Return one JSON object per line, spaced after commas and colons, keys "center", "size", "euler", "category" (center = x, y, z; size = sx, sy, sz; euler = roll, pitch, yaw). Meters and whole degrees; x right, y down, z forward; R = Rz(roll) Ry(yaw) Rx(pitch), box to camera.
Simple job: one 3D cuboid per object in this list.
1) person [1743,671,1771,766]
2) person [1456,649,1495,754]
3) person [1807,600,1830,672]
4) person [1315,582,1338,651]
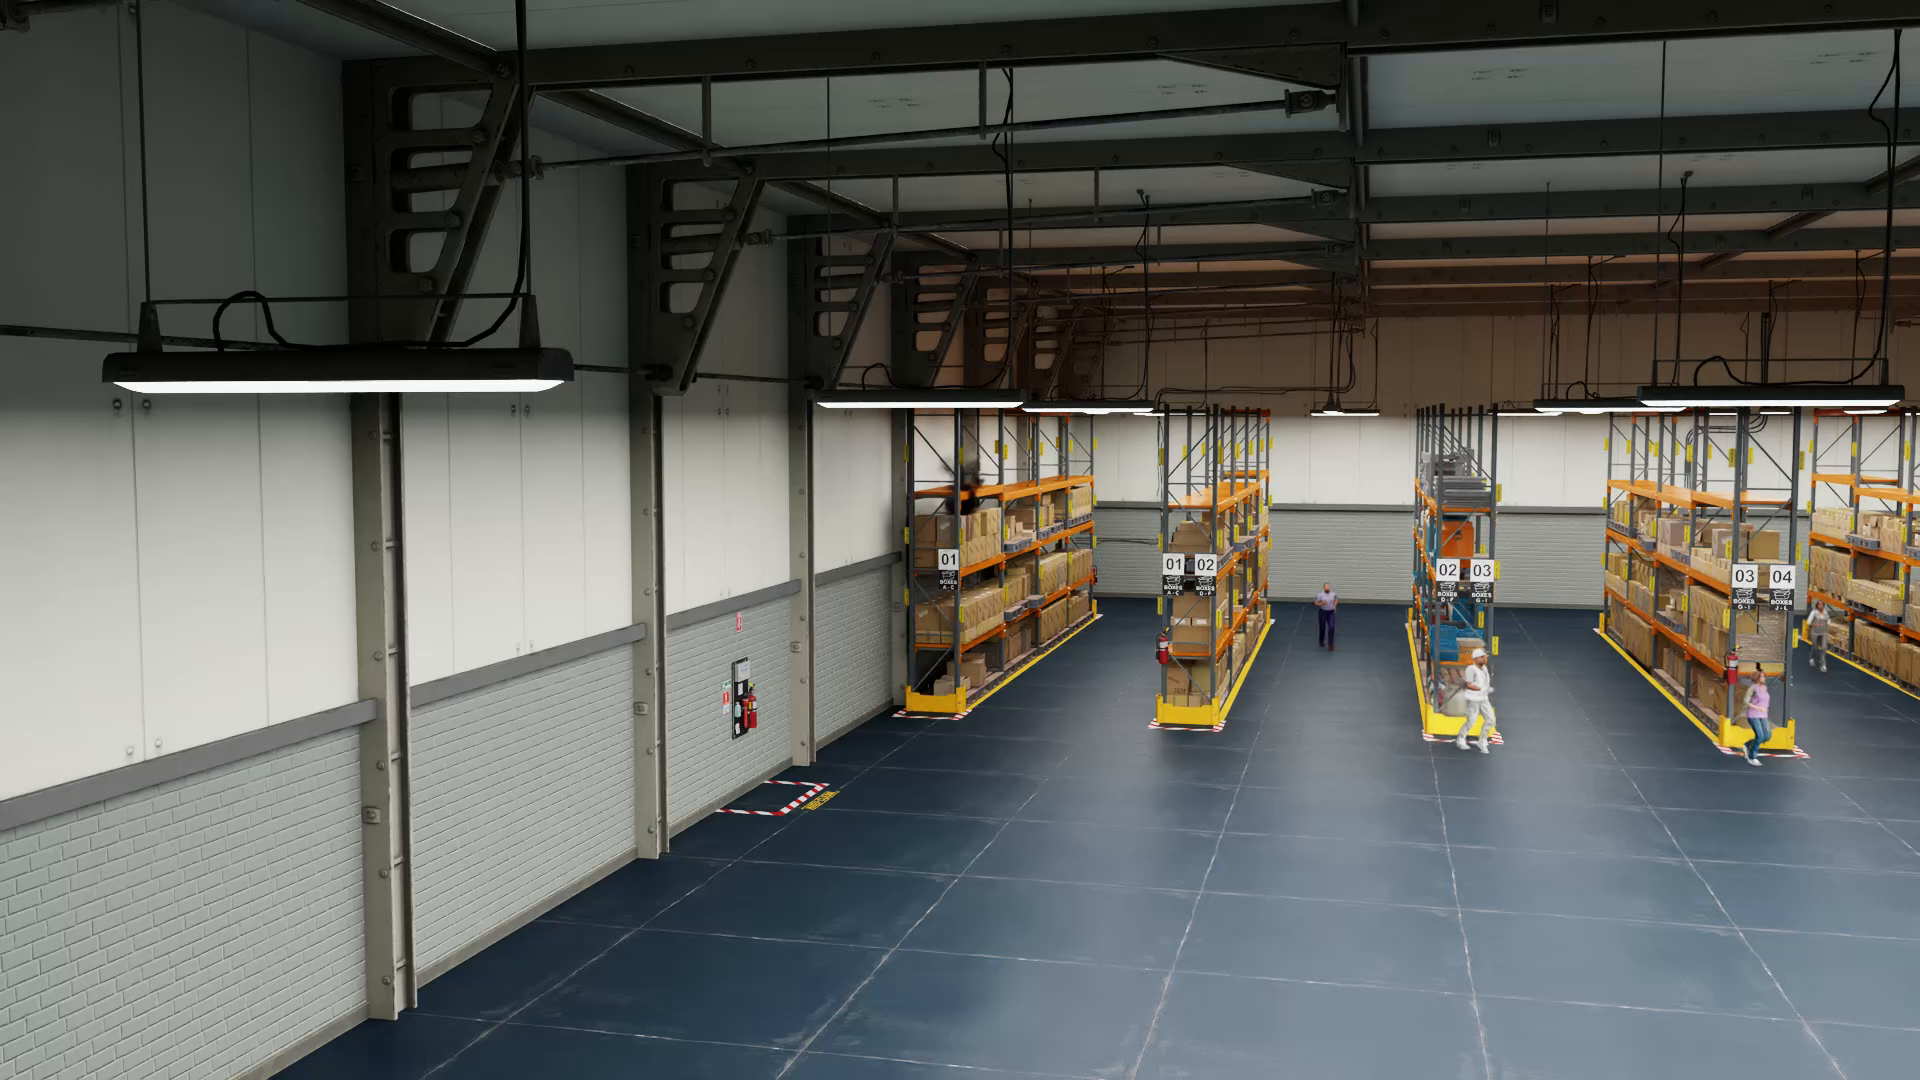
{"center": [13.232, 2.956, 27.593], "size": [0.548, 1.582, 0.537], "euler": [-2, 5, -30], "category": "person"}
{"center": [8.874, 2.780, 28.466], "size": [0.713, 1.852, 0.751], "euler": [-3, 5, -38], "category": "person"}
{"center": [19.474, 2.151, 37.672], "size": [0.545, 1.580, 0.851], "euler": [1, 4, 11], "category": "person"}
{"center": [9.090, 1.875, 41.244], "size": [0.597, 1.667, 0.854], "euler": [0, 4, 4], "category": "person"}
